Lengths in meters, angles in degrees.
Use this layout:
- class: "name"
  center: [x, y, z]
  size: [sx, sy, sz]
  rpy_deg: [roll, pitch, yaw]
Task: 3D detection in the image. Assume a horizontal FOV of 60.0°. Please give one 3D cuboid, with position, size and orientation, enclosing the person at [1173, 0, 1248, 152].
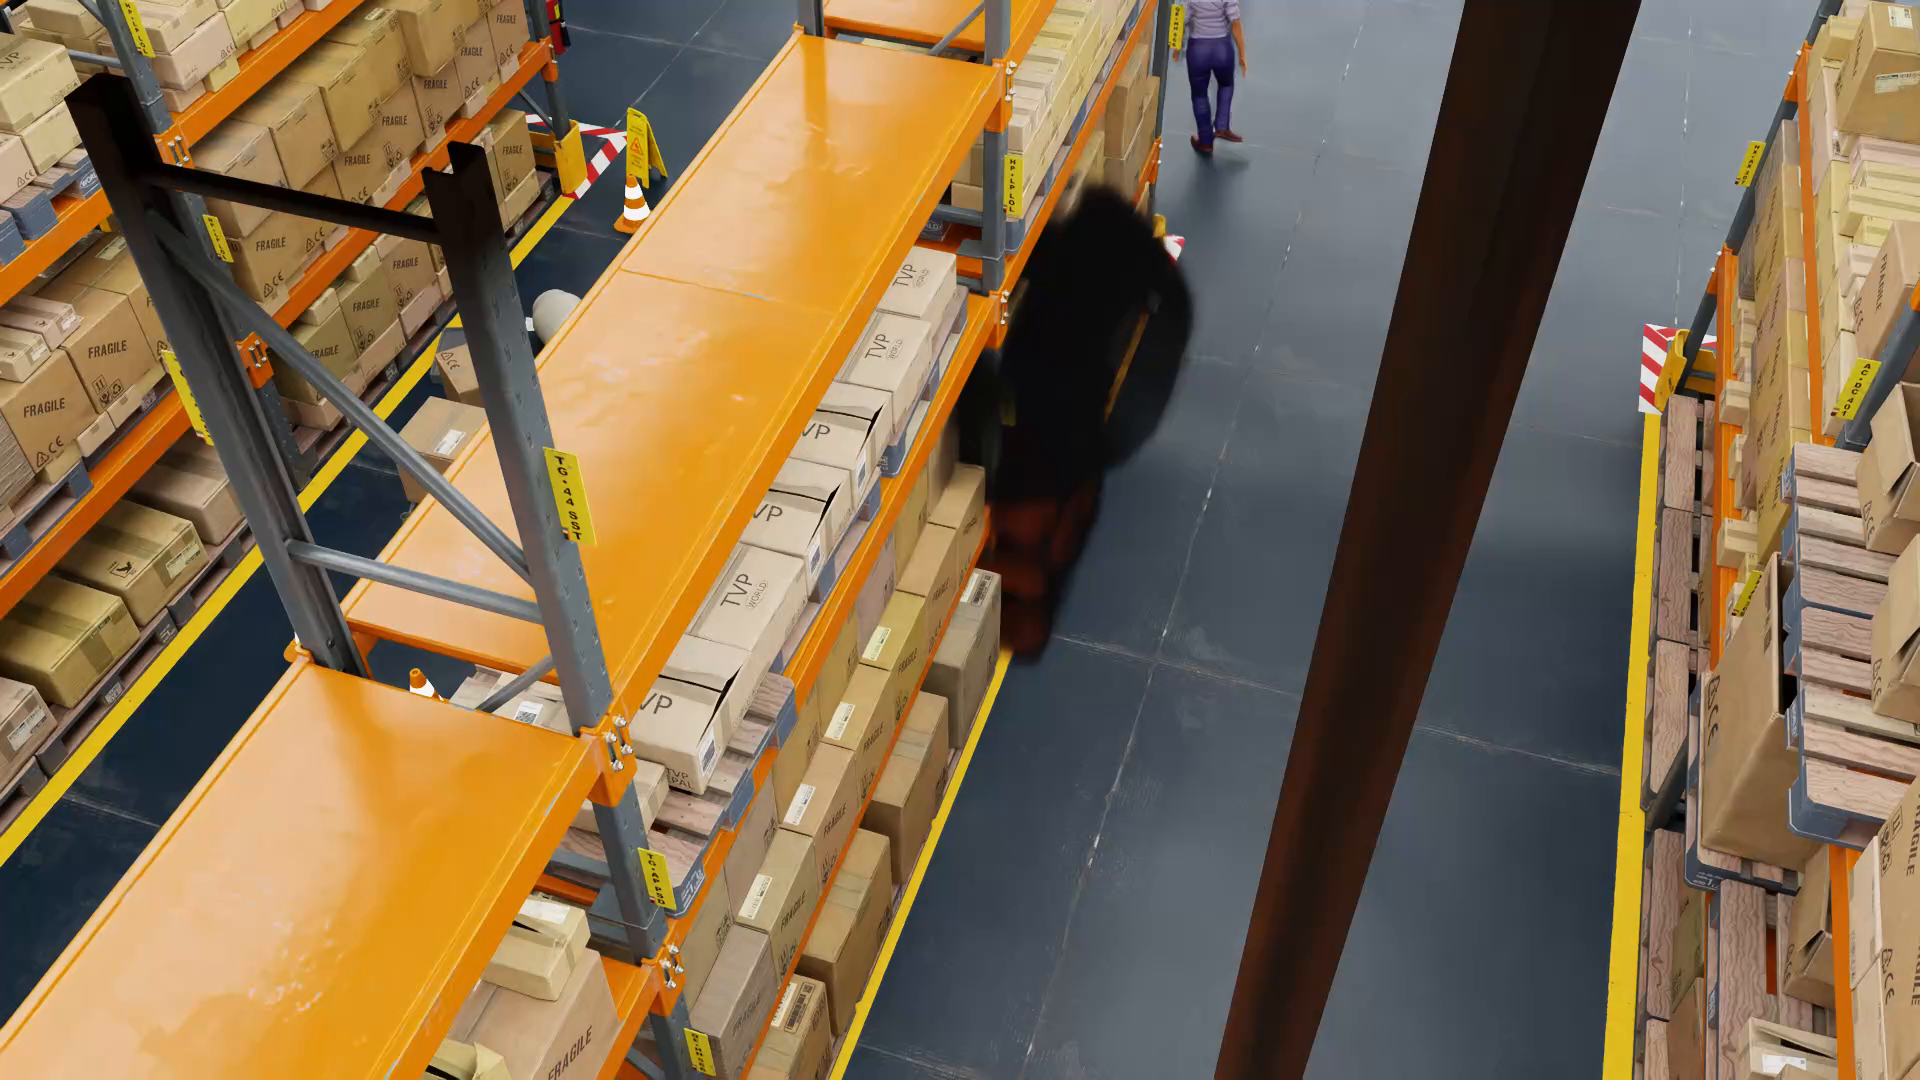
- class: "person"
  center: [2.117, -4.041, 13.993]
  size: [0.649, 1.589, 0.539]
  rpy_deg: [0, 46, 0]
